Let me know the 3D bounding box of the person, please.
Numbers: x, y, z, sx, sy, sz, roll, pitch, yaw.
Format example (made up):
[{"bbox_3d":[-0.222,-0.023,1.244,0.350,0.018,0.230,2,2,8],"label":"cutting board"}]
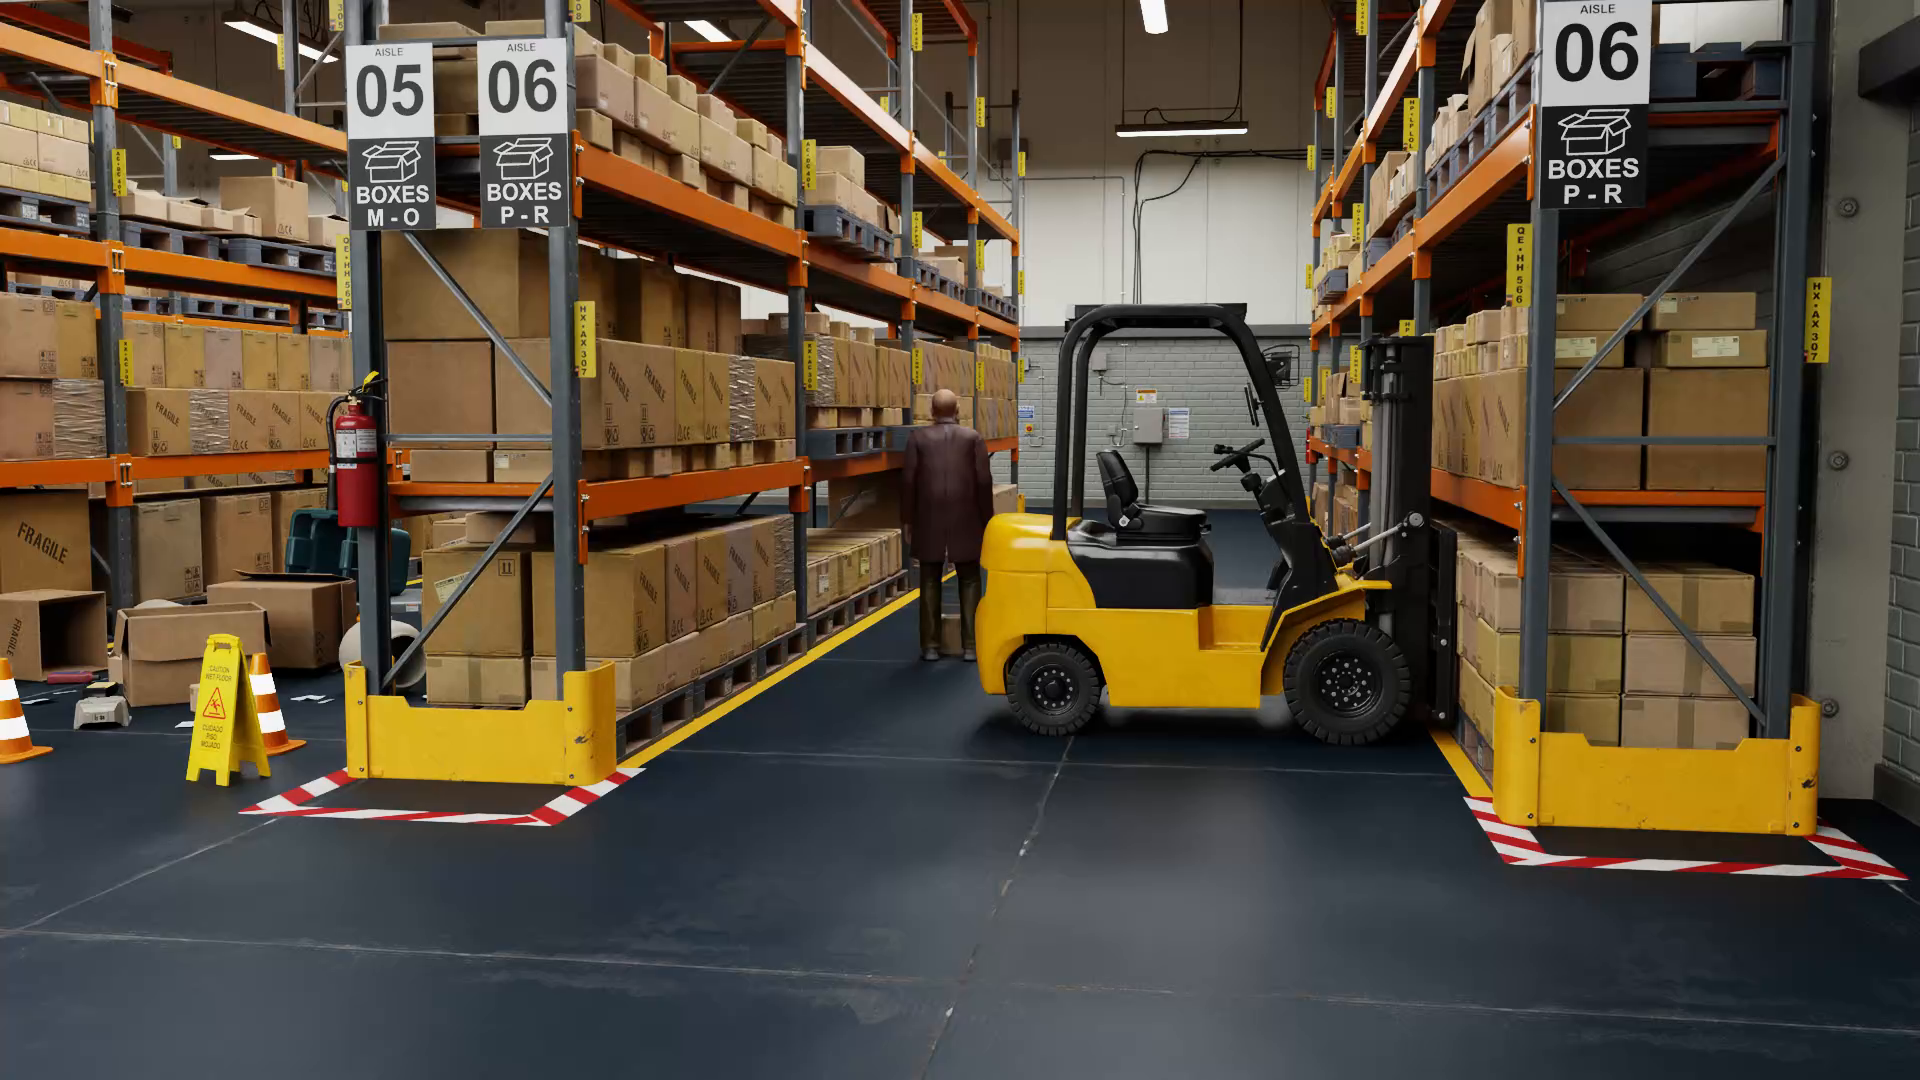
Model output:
[{"bbox_3d":[-0.084,-0.102,10.926,0.628,1.773,0.427,0,4,3],"label":"person"}]
